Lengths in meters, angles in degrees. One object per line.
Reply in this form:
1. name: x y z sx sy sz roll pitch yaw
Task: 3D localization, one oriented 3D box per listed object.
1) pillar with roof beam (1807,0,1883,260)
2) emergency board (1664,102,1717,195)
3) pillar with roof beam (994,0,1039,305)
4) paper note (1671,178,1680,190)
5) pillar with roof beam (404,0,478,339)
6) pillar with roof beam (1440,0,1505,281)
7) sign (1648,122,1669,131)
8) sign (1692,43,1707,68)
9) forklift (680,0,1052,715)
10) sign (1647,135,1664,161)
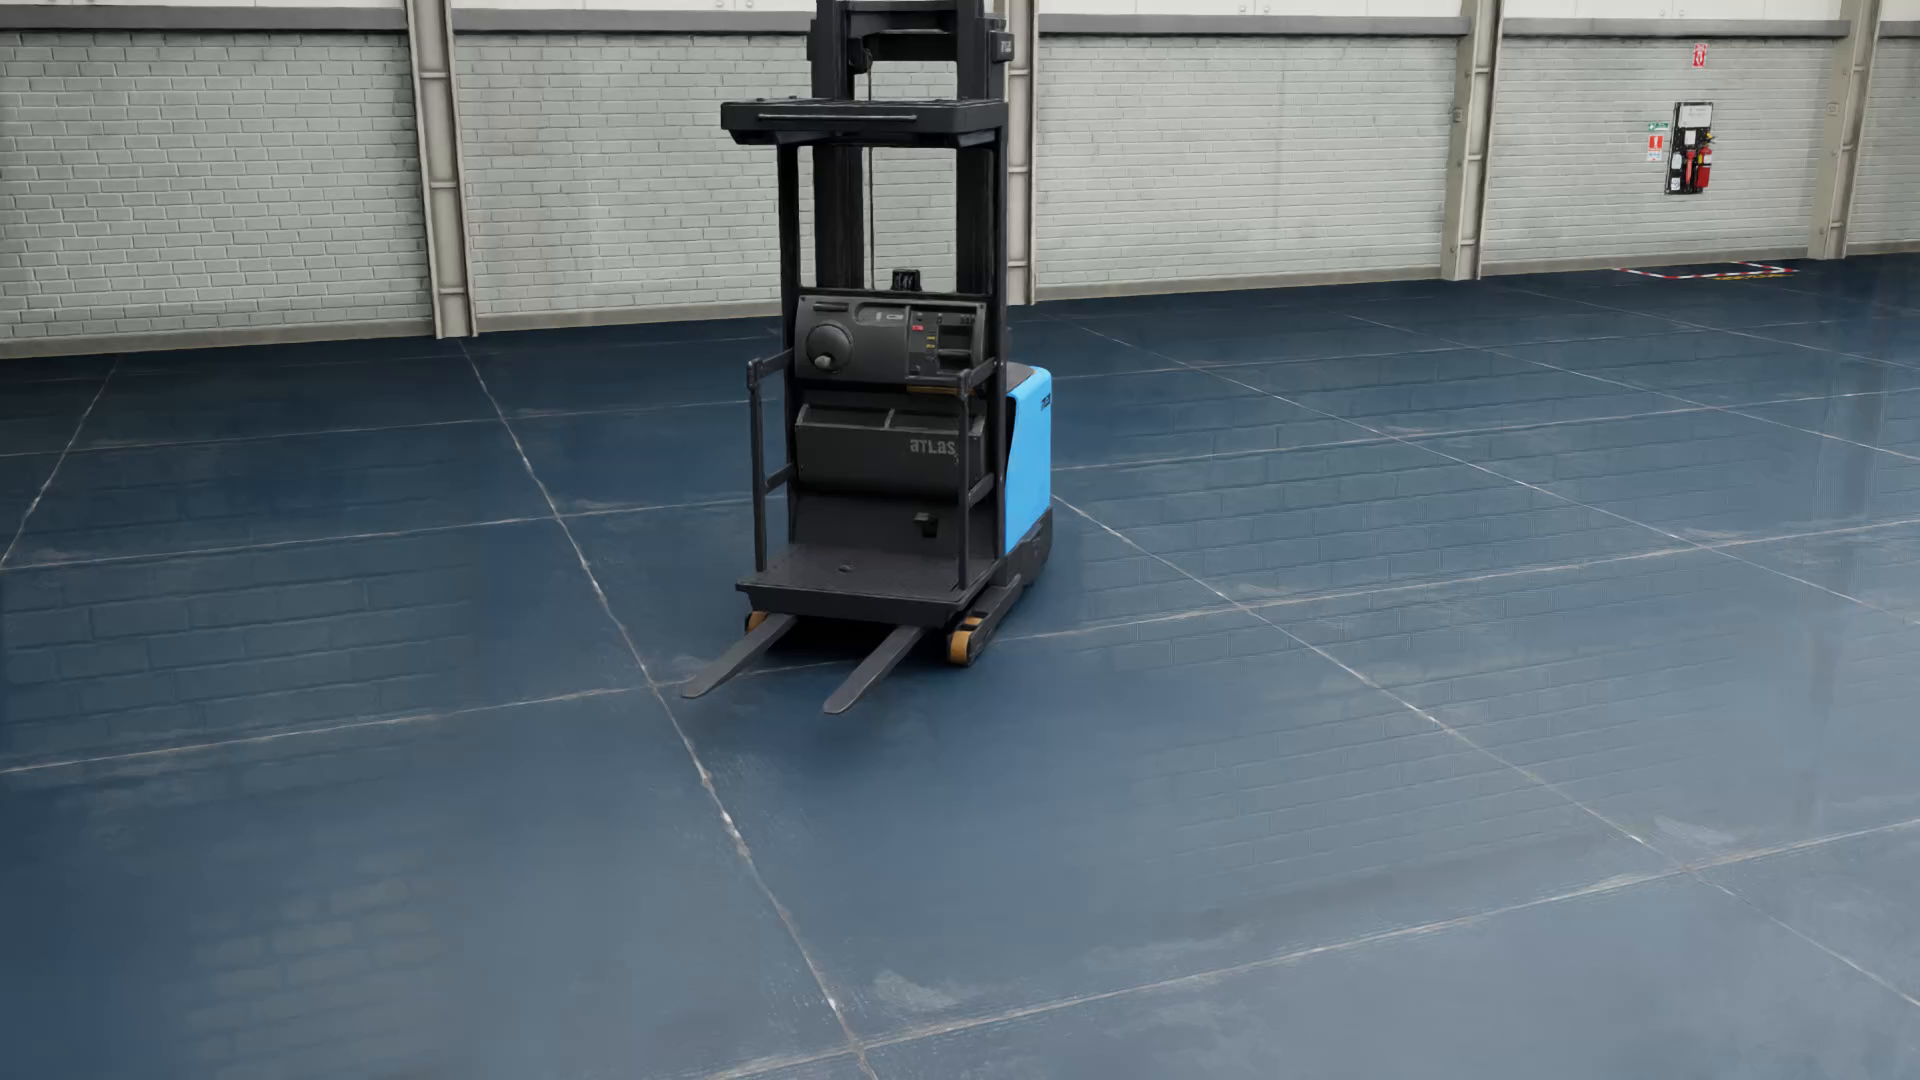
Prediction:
1. pillar with roof beam: 13.343 -7.030 17.567 0.400 9.000 9.100 -6 17 -20
2. emergency board: 9.482 -5.045 21.455 0.643 1.169 0.194 -6 17 -20
3. pillar with roof beam: 2.138 -5.820 13.447 0.400 9.000 9.100 -6 17 -20
4. paper note: 9.292 -4.623 21.581 0.142 0.148 0.016 -6 17 -20
5. pillar with roof beam: -3.465 -5.215 11.387 0.400 9.000 9.100 -6 17 -20
6. pillar with roof beam: 7.741 -6.425 15.507 0.400 9.000 9.100 -6 17 -20
7. sign: 8.936 -5.286 21.272 0.331 0.109 0.001 -6 17 -20
8. sign: 9.438 -6.183 21.215 0.199 0.298 0.001 -6 17 -20
9. forklift: -0.387 -0.950 7.632 1.130 2.935 3.031 5 17 15
10. sign: 8.928 -5.034 21.353 0.234 0.329 0.001 -6 17 -20
